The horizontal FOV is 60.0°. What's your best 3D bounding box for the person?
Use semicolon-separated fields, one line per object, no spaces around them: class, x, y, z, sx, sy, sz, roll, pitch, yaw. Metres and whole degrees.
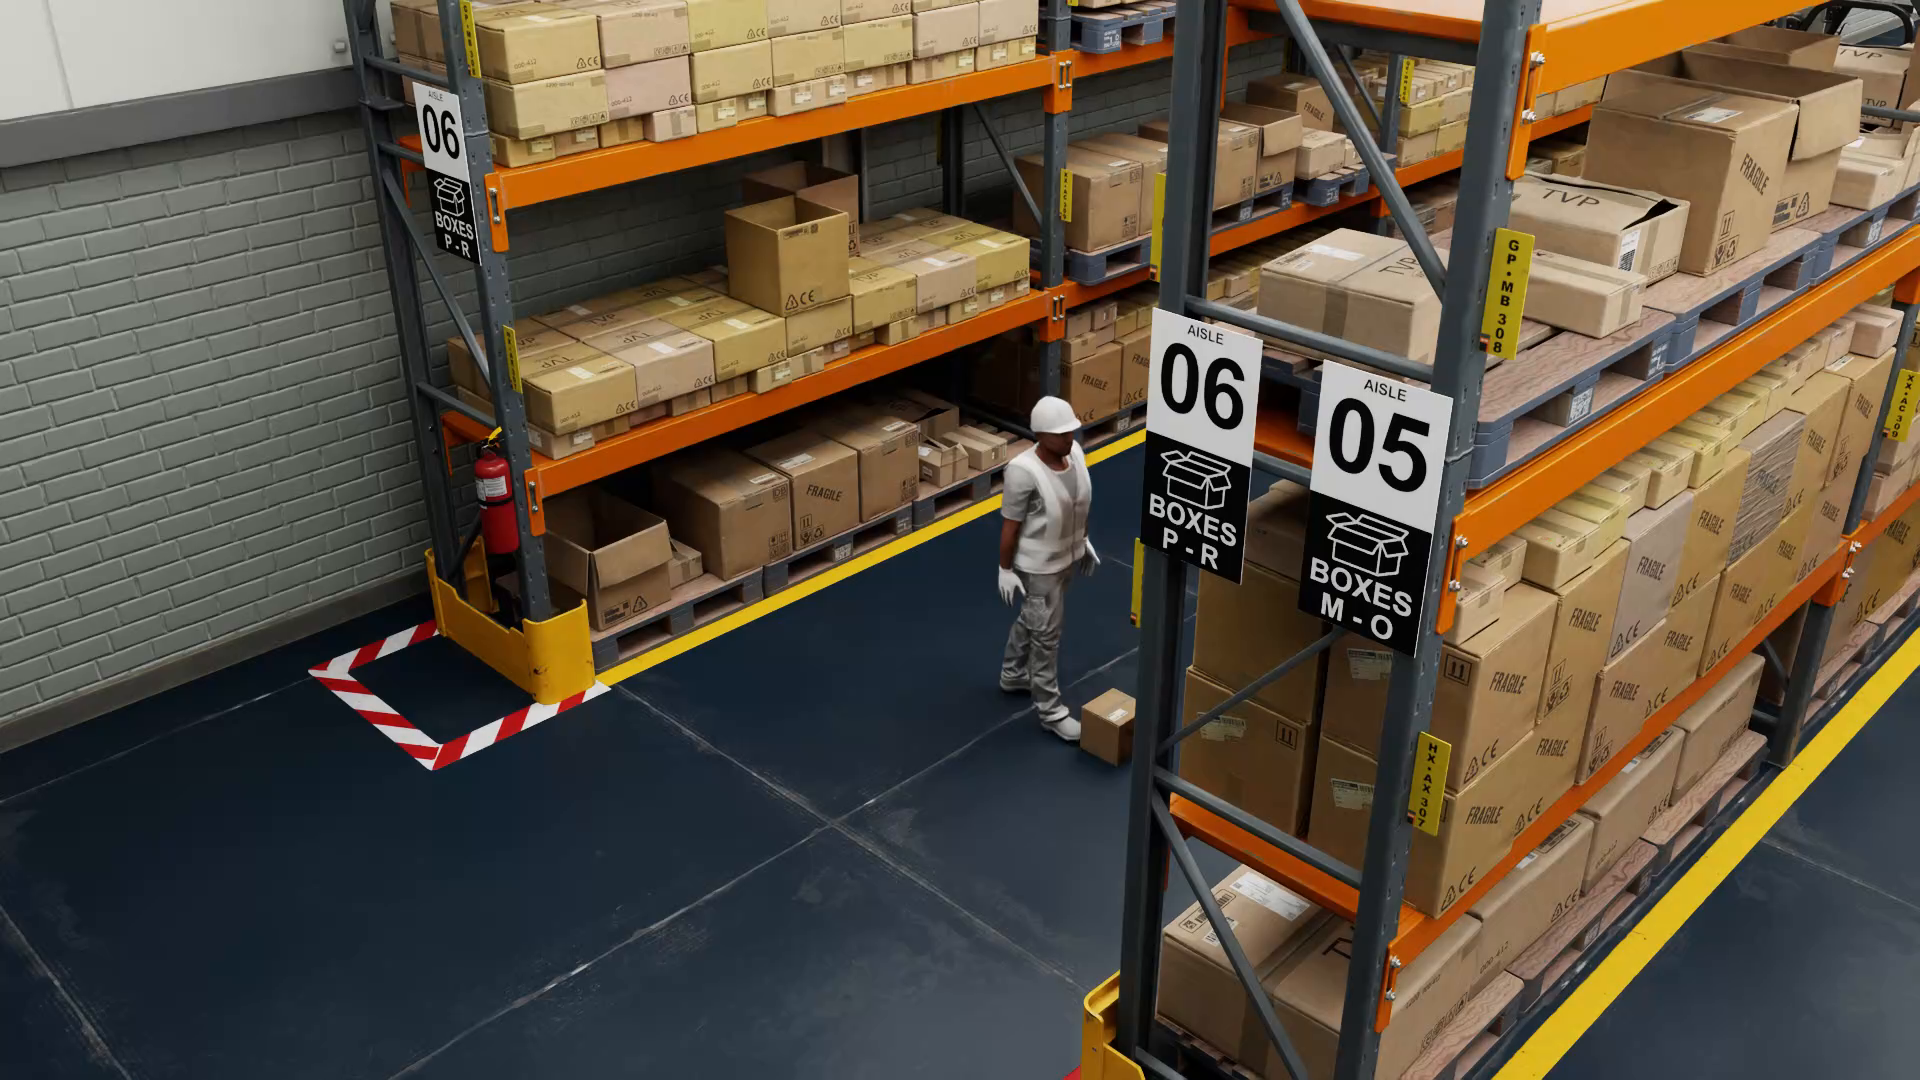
person;0.475;0.112;8.369;0.671;1.786;0.561;18;33;31
